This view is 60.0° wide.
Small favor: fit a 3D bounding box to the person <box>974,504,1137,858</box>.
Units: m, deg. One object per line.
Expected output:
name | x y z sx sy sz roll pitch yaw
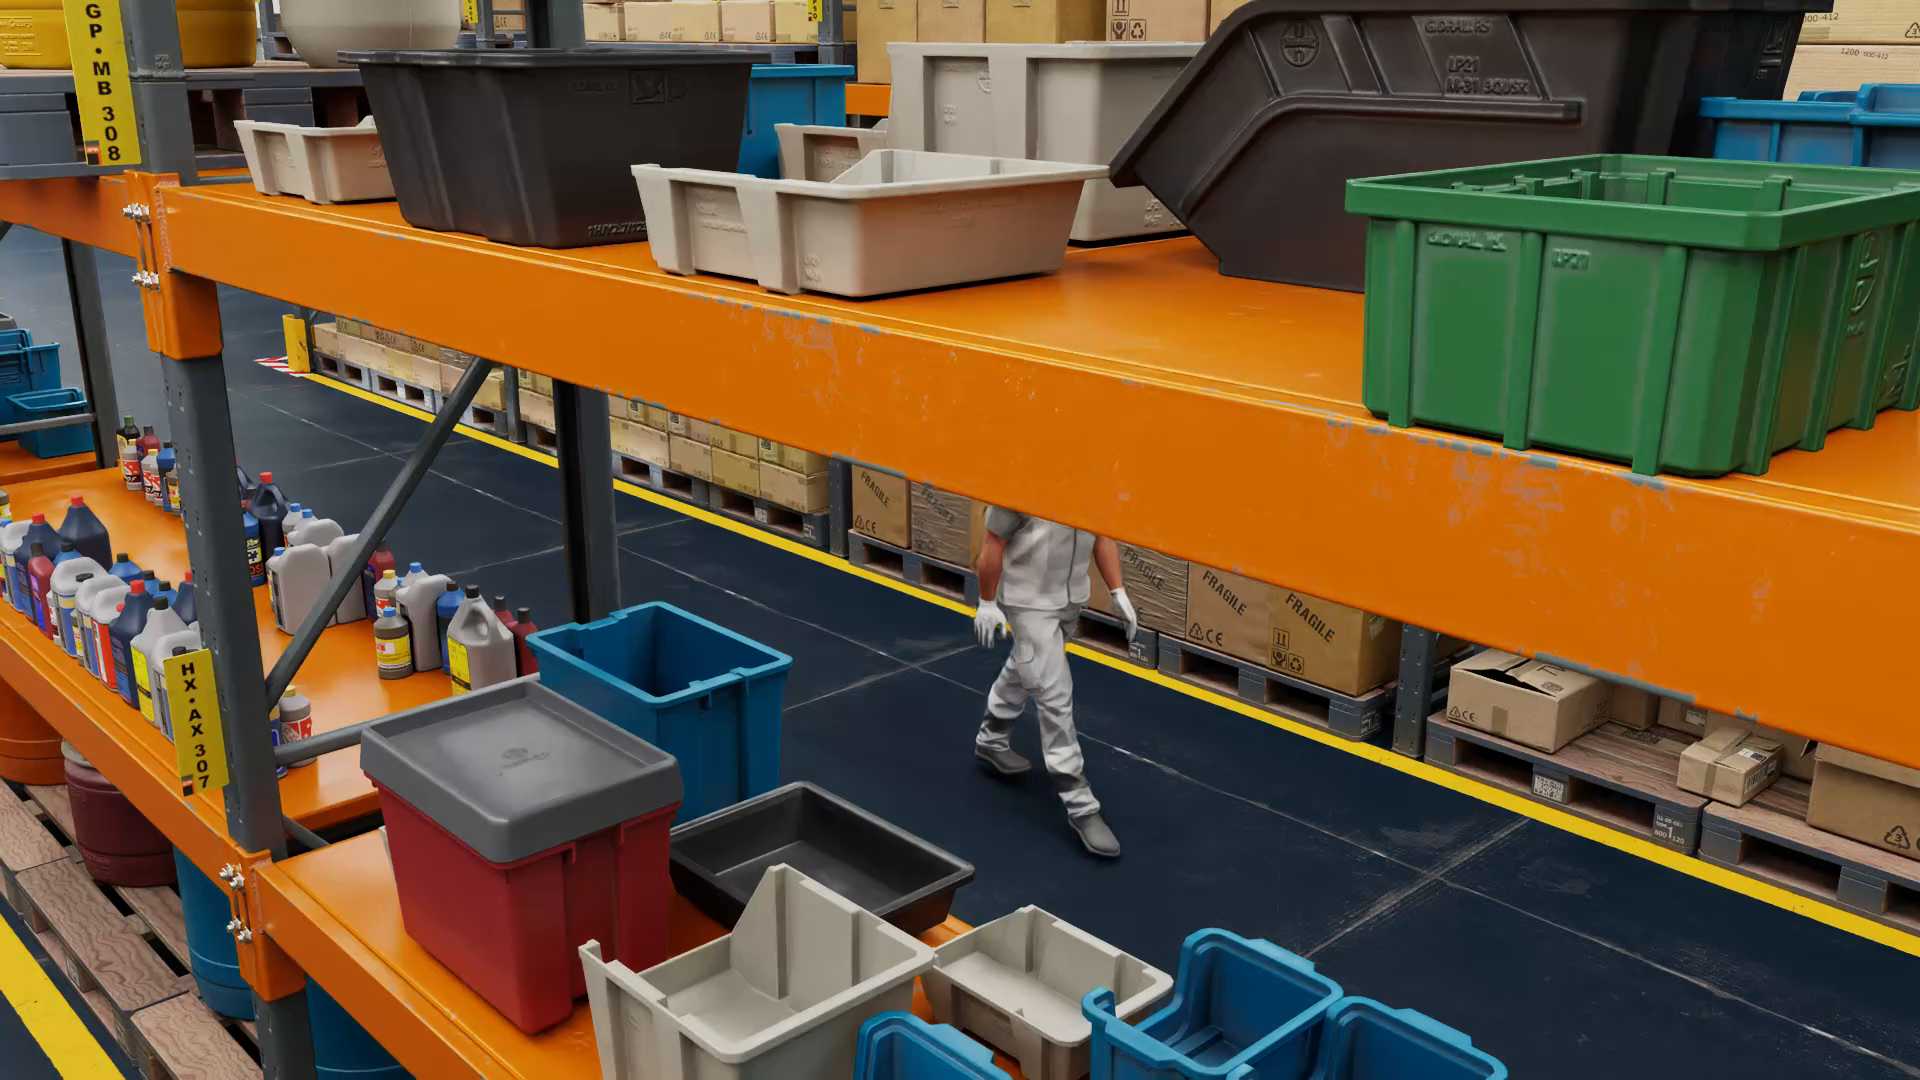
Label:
person | 0.382 0.259 6.643 0.559 1.745 1.010 -15 23 -40
